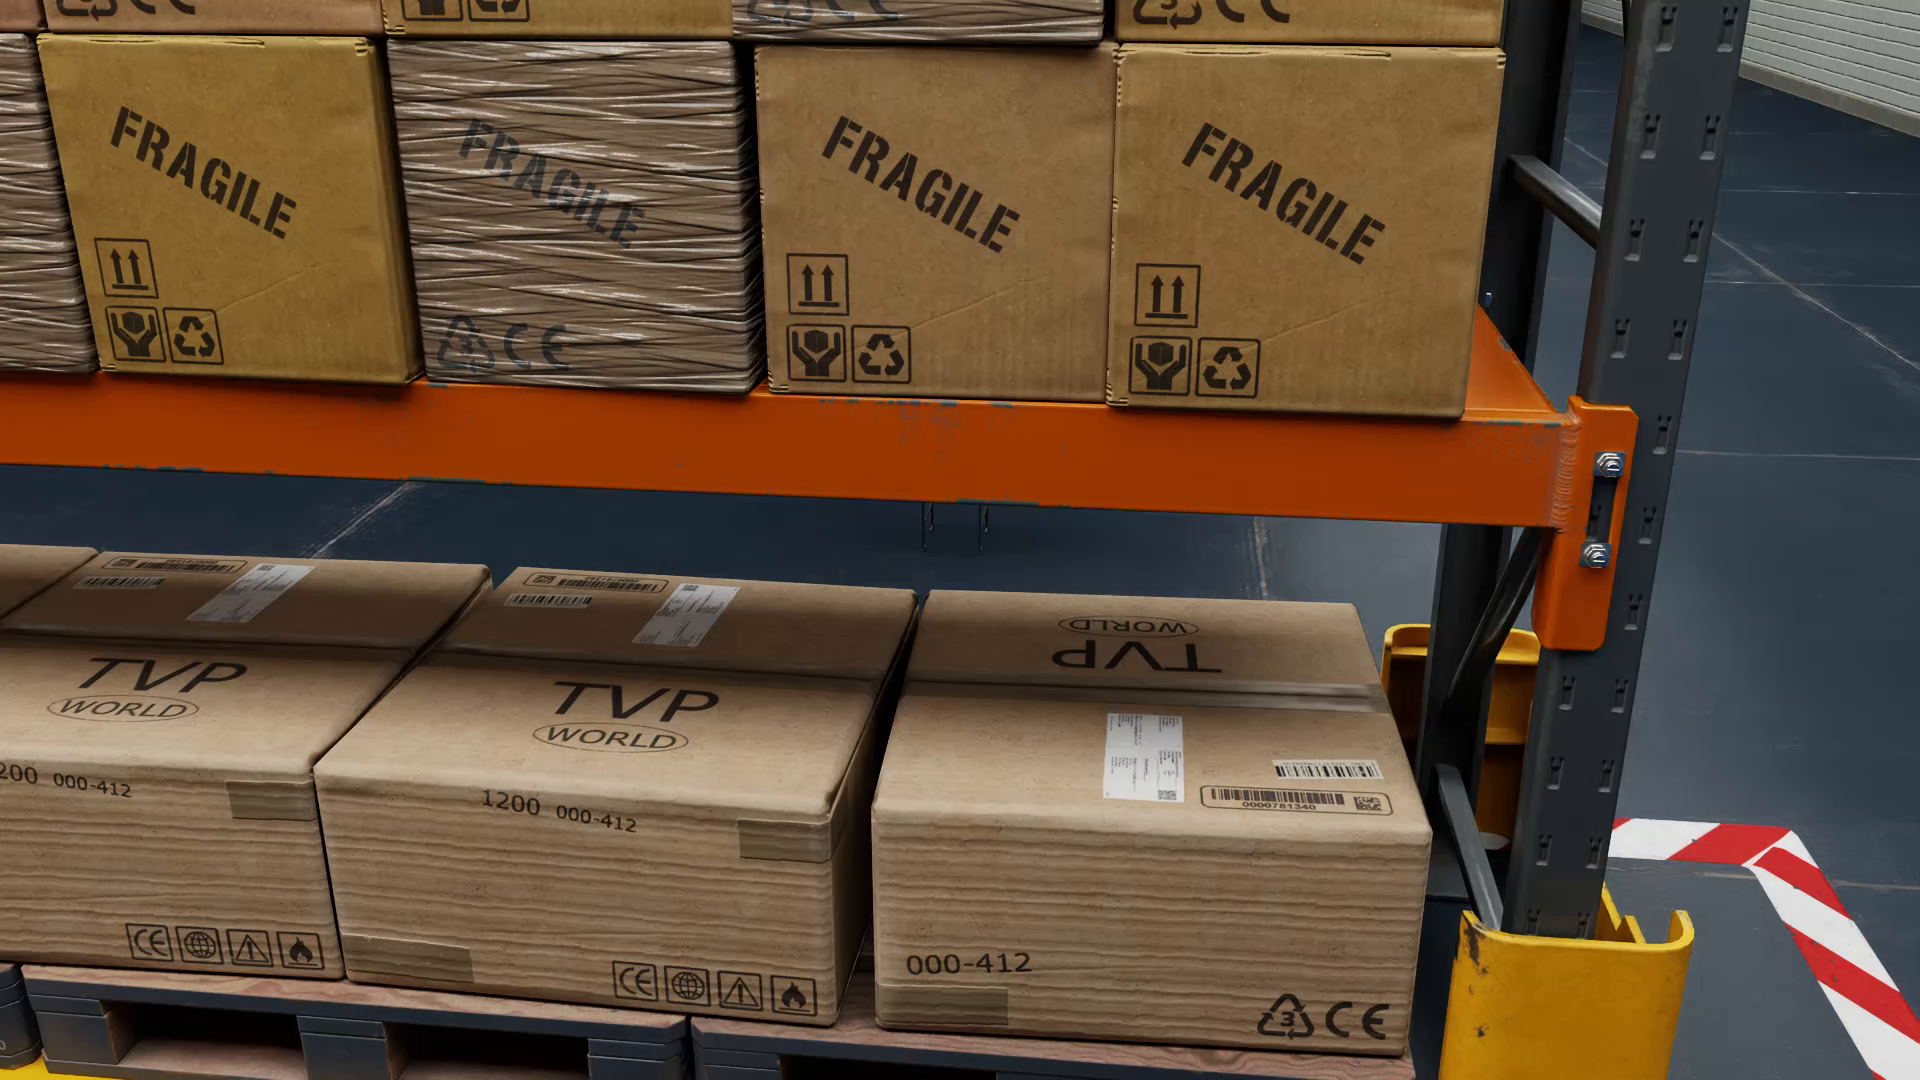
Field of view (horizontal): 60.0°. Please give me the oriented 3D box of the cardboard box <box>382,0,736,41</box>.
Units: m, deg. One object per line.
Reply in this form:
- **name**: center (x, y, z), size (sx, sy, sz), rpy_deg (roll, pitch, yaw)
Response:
- **cardboard box**: center (-0.522, -1.010, 2.418), size (0.500, 0.500, 0.500), rpy_deg (2, 22, 6)

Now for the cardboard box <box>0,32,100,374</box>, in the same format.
- **cardboard box**: center (-1.547, -0.586, 2.707), size (0.500, 0.500, 0.500), rpy_deg (3, 22, 7)

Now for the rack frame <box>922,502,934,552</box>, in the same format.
- **rack frame**: center (-0.105, -0.563, 5.231), size (0.006, 1.200, 0.240), rpy_deg (2, 22, 6)

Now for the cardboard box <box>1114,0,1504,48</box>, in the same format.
- **cardboard box**: center (0.491, -0.975, 2.331), size (0.500, 0.500, 0.500), rpy_deg (3, 22, 8)

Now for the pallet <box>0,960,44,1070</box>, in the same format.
- **pallet**: center (-2.229, 0.655, 3.495), size (1.213, 0.211, 1.003), rpy_deg (2, 22, 6)

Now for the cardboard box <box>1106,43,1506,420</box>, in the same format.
- **cardboard box**: center (0.488, -0.501, 2.490), size (0.500, 0.500, 0.500), rpy_deg (3, 22, 7)

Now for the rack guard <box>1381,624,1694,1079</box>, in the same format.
- **rack guard**: center (1.022, 0.634, 3.157), size (0.348, 0.500, 1.175), rpy_deg (2, 22, 6)

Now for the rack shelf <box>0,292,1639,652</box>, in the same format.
- **rack shelf**: center (-0.988, -0.282, 3.051), size (4.000, 0.370, 1.077), rpy_deg (2, 22, 6)

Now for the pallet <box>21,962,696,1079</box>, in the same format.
- **pallet**: center (-1.014, 0.707, 3.364), size (1.213, 0.211, 1.003), rpy_deg (2, 22, 6)

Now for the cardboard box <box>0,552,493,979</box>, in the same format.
- **cardboard box**: center (-1.474, 0.398, 3.267), size (0.875, 0.438, 0.875), rpy_deg (2, 22, 5)

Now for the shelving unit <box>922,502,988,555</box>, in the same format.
- **shelving unit**: center (-0.014, -0.559, 5.221), size (0.189, 1.200, 0.258), rpy_deg (2, 22, 6)

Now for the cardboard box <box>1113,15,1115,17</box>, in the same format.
- **cardboard box**: center (0.049, -0.714, 3.029), size (0.500, 0.500, 0.500), rpy_deg (2, 22, 6)

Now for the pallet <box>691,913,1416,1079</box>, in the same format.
- **pallet**: center (0.195, 0.761, 3.228), size (1.213, 0.211, 1.003), rpy_deg (2, 22, 6)

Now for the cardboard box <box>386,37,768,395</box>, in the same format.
- **cardboard box**: center (-0.521, -0.546, 2.606), size (0.500, 0.500, 0.500), rpy_deg (3, 22, 8)

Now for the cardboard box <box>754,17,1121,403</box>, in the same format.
- **cardboard box**: center (-0.009, -0.528, 2.559), size (0.500, 0.500, 0.500), rpy_deg (2, 22, 5)

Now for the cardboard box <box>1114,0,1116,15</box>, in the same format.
- **cardboard box**: center (0.041, -1.186, 2.864), size (0.500, 0.500, 0.500), rpy_deg (2, 22, 5)

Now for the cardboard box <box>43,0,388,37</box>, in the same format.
- **cardboard box**: center (-1.021, -1.032, 2.475), size (0.500, 0.500, 0.500), rpy_deg (2, 22, 6)

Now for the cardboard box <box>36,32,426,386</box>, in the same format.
- **cardboard box**: center (-1.035, -0.564, 2.651), size (0.500, 0.500, 0.500), rpy_deg (3, 22, 8)

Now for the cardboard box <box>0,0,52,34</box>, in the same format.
- **cardboard box**: center (-1.522, -1.055, 2.532), size (0.500, 0.500, 0.500), rpy_deg (3, 22, 7)

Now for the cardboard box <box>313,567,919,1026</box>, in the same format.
- **cardboard box**: center (-0.579, 0.438, 3.166), size (0.875, 0.438, 0.875), rpy_deg (3, 22, 8)

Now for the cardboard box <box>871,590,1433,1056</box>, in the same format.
- **cardboard box**: center (0.331, 0.474, 3.074), size (0.875, 0.438, 0.875), rpy_deg (2, 22, 4)

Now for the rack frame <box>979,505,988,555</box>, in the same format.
- **rack frame**: center (0.076, -0.555, 5.211), size (0.006, 1.200, 0.240), rpy_deg (2, 22, 6)

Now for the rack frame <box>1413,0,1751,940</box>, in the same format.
- **rack frame**: center (0.998, -0.530, 2.700), size (0.127, 3.000, 1.000), rpy_deg (2, 22, 6)

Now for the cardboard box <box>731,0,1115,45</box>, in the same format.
- **cardboard box**: center (-0.031, -0.987, 2.361), size (0.500, 0.500, 0.500), rpy_deg (3, 22, 6)

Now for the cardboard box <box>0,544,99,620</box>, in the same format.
- **cardboard box**: center (-2.364, 0.360, 3.364), size (0.875, 0.438, 0.875), rpy_deg (2, 22, 6)
